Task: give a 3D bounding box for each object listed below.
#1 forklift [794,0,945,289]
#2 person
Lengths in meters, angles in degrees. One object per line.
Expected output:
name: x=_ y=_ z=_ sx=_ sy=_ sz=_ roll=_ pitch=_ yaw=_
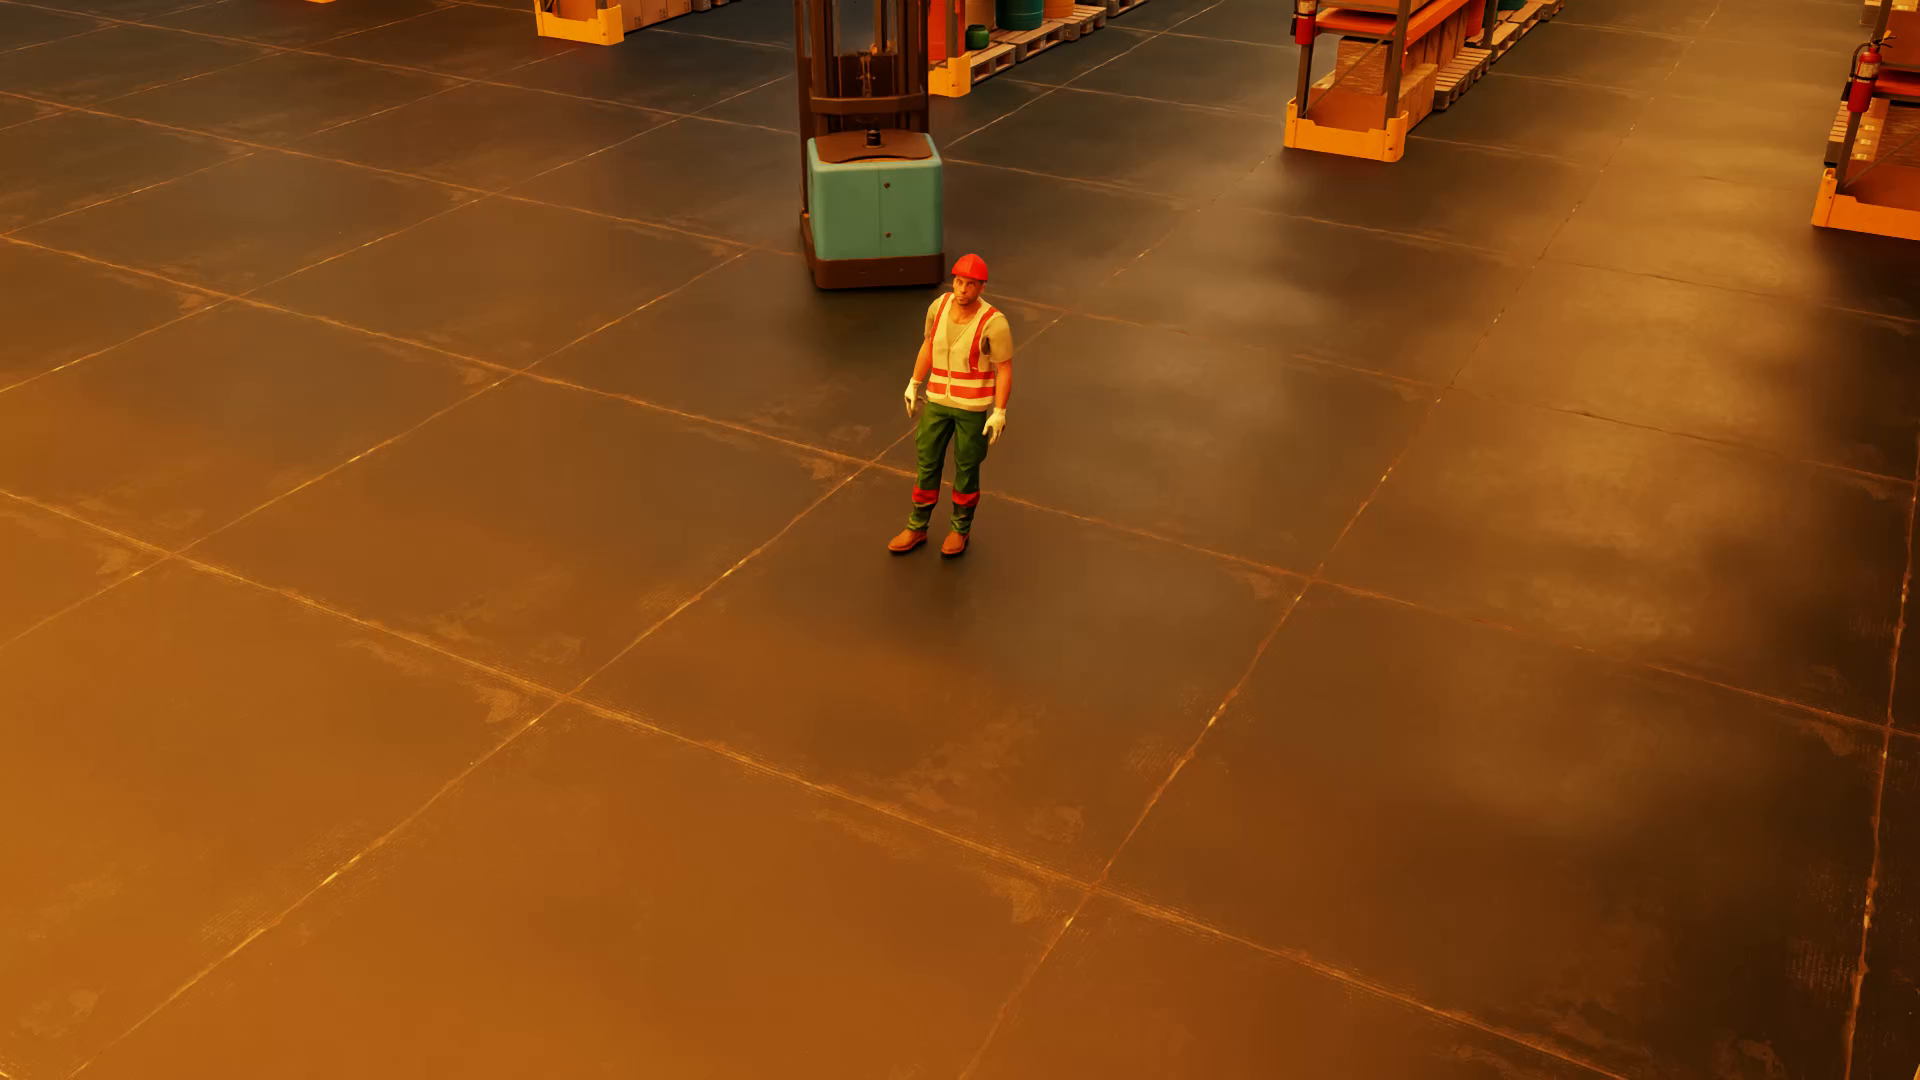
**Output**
forklift: x=-0.840 y=-4.002 z=14.005 sx=1.130 sy=2.935 sz=3.031 roll=-4 pitch=30 yaw=-7
person: x=-0.049 y=-0.749 z=9.497 sx=0.637 sy=1.787 sz=0.564 roll=15 pitch=33 yaw=25
